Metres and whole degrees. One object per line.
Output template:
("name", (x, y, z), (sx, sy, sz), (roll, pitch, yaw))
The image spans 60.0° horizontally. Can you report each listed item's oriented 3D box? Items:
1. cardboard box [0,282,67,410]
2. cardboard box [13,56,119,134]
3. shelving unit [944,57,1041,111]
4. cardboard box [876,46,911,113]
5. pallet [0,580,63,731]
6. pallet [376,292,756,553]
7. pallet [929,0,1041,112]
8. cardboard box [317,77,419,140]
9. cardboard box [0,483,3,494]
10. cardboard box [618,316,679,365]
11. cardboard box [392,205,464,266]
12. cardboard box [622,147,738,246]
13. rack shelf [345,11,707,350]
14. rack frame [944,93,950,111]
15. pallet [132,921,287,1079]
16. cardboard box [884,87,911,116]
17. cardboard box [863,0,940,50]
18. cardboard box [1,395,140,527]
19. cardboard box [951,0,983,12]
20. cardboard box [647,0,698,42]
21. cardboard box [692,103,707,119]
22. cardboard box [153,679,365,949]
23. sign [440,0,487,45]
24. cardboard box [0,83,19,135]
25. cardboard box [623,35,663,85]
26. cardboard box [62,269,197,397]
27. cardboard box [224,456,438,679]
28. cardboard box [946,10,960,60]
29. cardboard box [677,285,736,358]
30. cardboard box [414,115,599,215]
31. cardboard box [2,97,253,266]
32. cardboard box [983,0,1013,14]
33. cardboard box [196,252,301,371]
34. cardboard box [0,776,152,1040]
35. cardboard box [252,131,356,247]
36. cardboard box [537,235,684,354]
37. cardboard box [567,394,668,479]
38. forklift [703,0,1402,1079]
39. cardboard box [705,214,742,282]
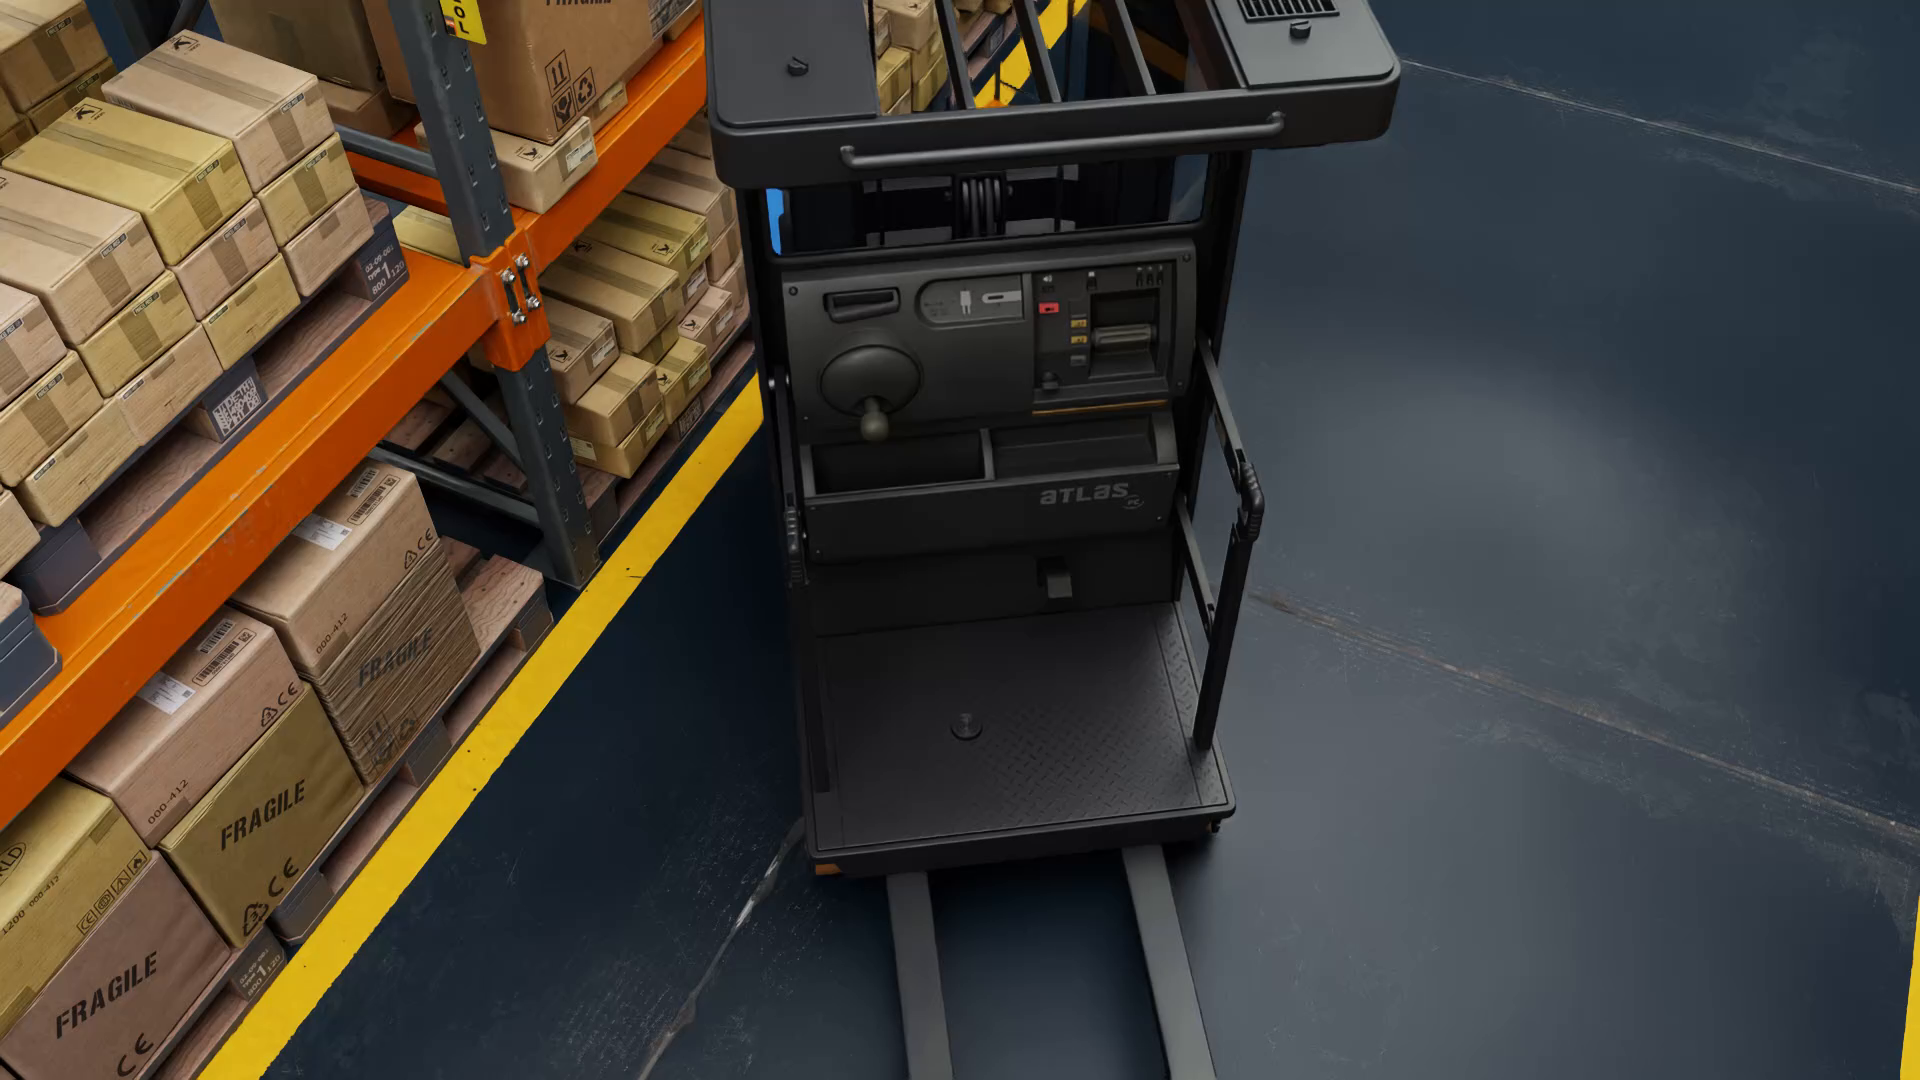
("cardboard box", (-1.924, -0.380, 3.102), (0.380, 0.149, 0.250), (20, 52, 16))
("cardboard box", (-2.175, -1.045, 3.864), (0.380, 0.149, 0.250), (21, 53, 17))
("shelving unit", (0.108, -1.032, 5.439), (0.215, 1.050, 0.252), (32, 57, 24))
("cardboard box", (-0.406, -1.733, 6.156), (0.380, 0.149, 0.250), (22, 53, 18))
("pallet", (-2.491, 0.424, 3.045), (1.003, 0.211, 1.213), (20, 52, 16))
("pallet", (-1.336, -0.586, 5.610), (1.003, 0.211, 1.213), (20, 52, 16))
("pallet", (-0.294, -2.266, 7.040), (1.003, 0.211, 1.213), (20, 52, 16))
("cardboard box", (-1.681, -1.207, 4.473), (0.380, 0.149, 0.250), (19, 52, 16))
("cardboard box", (-2.028, -0.108, 3.067), (0.380, 0.149, 0.250), (17, 52, 14))
("cardboard box", (-1.120, -0.673, 5.254), (0.380, 0.149, 0.250), (20, 53, 16))
("cardboard box", (-1.601, -0.939, 5.285), (0.380, 0.149, 0.250), (20, 53, 17))
("cardboard box", (-0.931, -1.138, 5.454), (0.380, 0.149, 0.250), (19, 52, 15))
("rack shelf", (-0.737, -2.160, 5.591), (1.077, 0.370, 4.000), (20, 52, 16))
("rack frame", (0.031, -0.960, 5.378), (0.200, 1.050, 0.008), (32, 57, 24))
("pallet", (-2.442, 1.268, 4.033), (1.003, 0.211, 1.213), (20, 52, 16))
("cardboard box", (-0.409, -1.636, 6.269), (0.380, 0.149, 0.250), (21, 53, 17))
("cardboard box", (-0.267, -1.993, 6.182), (0.380, 0.149, 0.250), (22, 53, 17))
("cardboard box", (-1.908, -0.210, 3.348), (0.380, 0.149, 0.250), (17, 52, 14))
("cardboard box", (-0.070, -2.264, 6.608), (0.380, 0.149, 0.250), (18, 52, 15))
("cardboard box", (-0.947, -1.747, 4.506), (0.500, 0.500, 0.500), (20, 52, 16))
("cardboard box", (-0.707, -1.501, 5.763), (0.380, 0.149, 0.250), (18, 52, 15))
("cardboard box", (-1.899, 0.603, 4.133), (0.500, 0.500, 0.500), (19, 52, 15))
("sign", (-1.088, -1.213, 3.552), (0.100, 0.325, 0.005), (20, 52, 16))
("cardboard box", (-2.289, -0.947, 3.585), (0.380, 0.149, 0.250), (21, 53, 17))
("cardboard box", (-1.065, -1.426, 4.658), (0.380, 0.149, 0.250), (18, 52, 15))
("cardboard box", (-1.803, -0.477, 3.380), (0.380, 0.149, 0.250), (22, 53, 18))
("cardboard box", (-1.681, 0.010, 4.145), (0.500, 0.250, 0.500), (19, 52, 15))
("cardboard box", (-0.221, -2.014, 6.590), (0.380, 0.149, 0.250), (20, 53, 16))
("cardboard box", (-0.972, -0.745, 5.511), (0.380, 0.149, 0.250), (20, 52, 16))
("cardboard box", (-1.174, -1.023, 4.316), (0.380, 0.149, 0.250), (22, 53, 17))
("cardboard box", (-1.700, -0.738, 3.407), (0.380, 0.149, 0.250), (18, 52, 15))
("cardboard box", (0.063, -2.342, 6.869), (0.380, 0.149, 0.250), (21, 53, 17))
("cardboard box", (-1.692, -0.553, 3.640), (0.380, 0.149, 0.250), (20, 53, 16))
("cardboard box", (-2.126, 0.729, 3.534), (0.500, 0.250, 0.500), (18, 52, 14))
("cardboard box", (-1.583, -0.829, 3.679), (0.380, 0.149, 0.250), (21, 53, 17))
("cardboard box", (-1.086, -0.761, 5.133), (0.380, 0.149, 0.250), (22, 53, 18))
("cardboard box", (-1.145, -0.374, 5.195), (0.380, 0.149, 0.250), (18, 52, 15))
("forklift", (0.104, -0.343, 3.618), (1.130, 2.935, 3.031), (-6, 50, -5))
("cardboard box", (-0.931, -1.038, 5.564), (0.380, 0.149, 0.250), (17, 52, 14))
